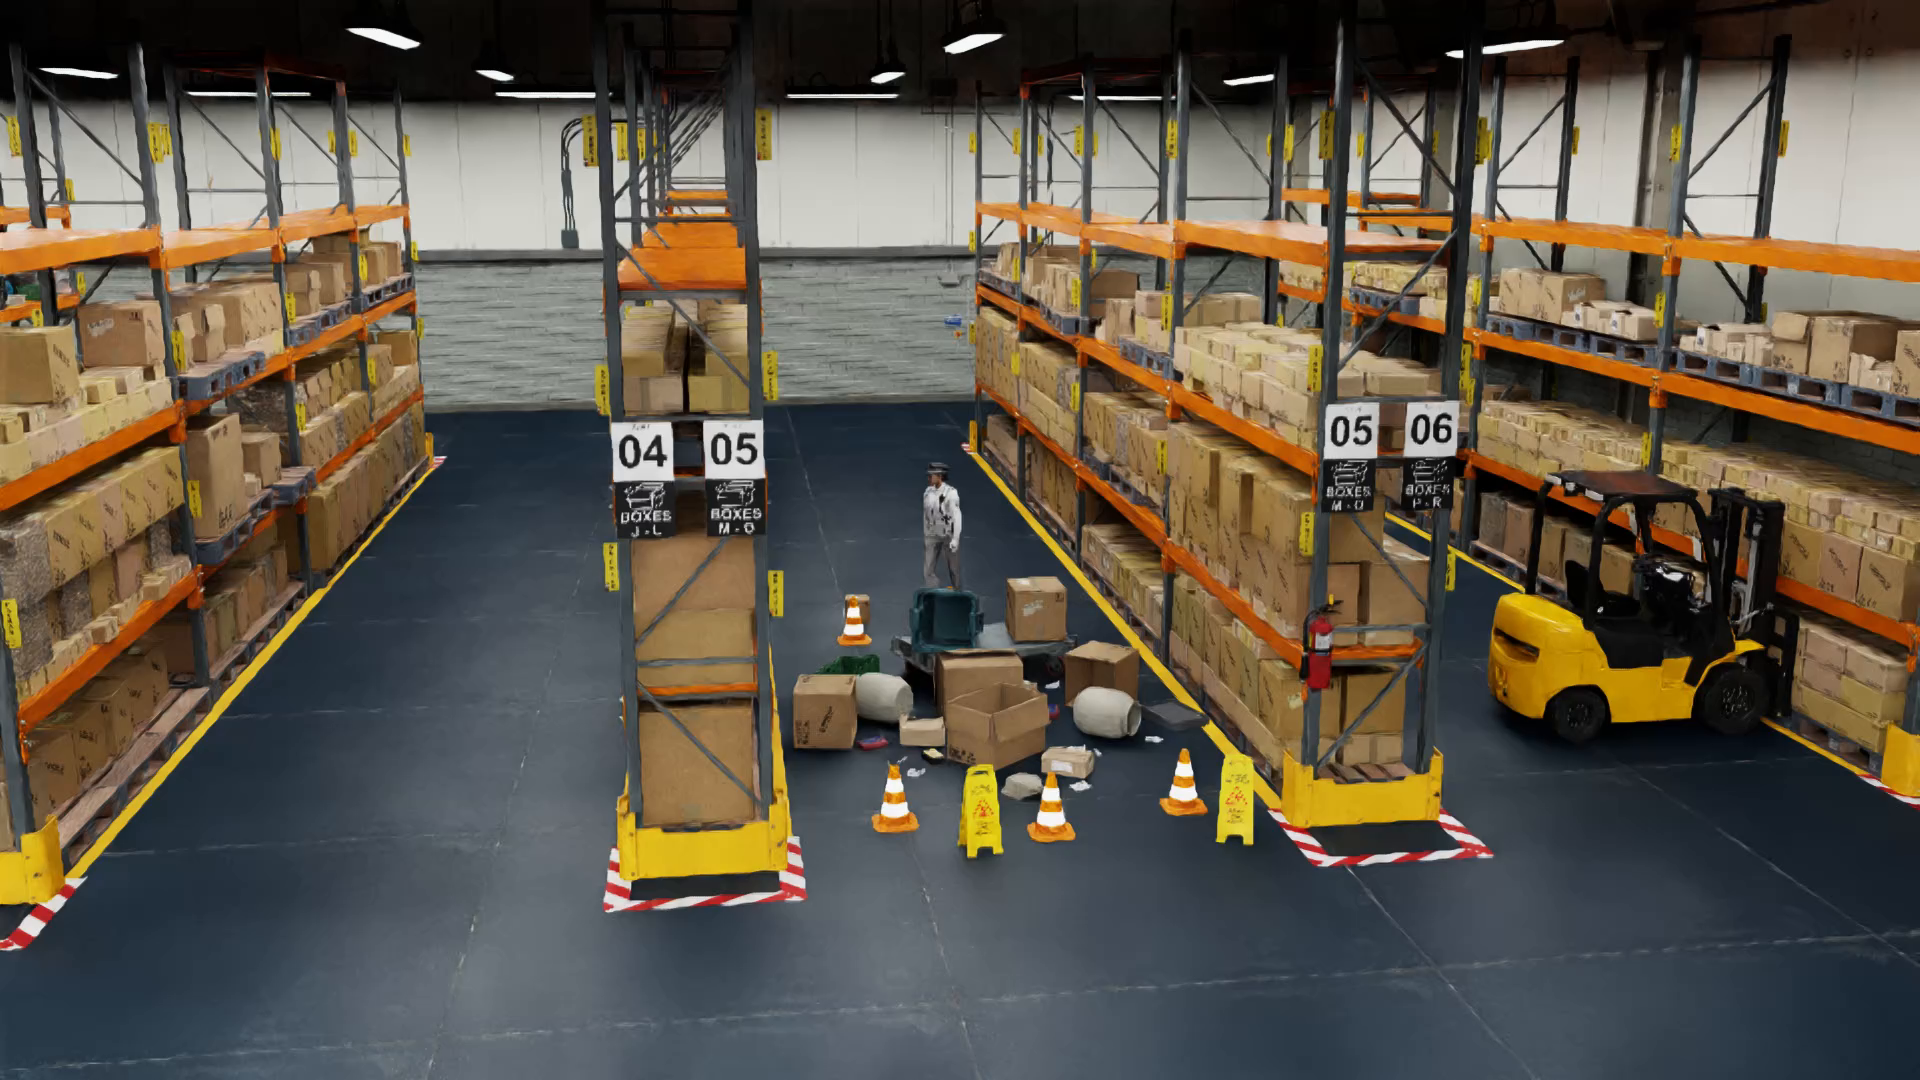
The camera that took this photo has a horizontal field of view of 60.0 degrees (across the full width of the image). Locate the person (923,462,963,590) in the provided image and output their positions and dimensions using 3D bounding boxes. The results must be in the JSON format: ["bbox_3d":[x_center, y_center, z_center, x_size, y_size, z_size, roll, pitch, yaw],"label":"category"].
[{"bbox_3d":[-0.193,-0.041,18.137,0.499,1.671,0.550,8,15,31],"label":"person"}]
